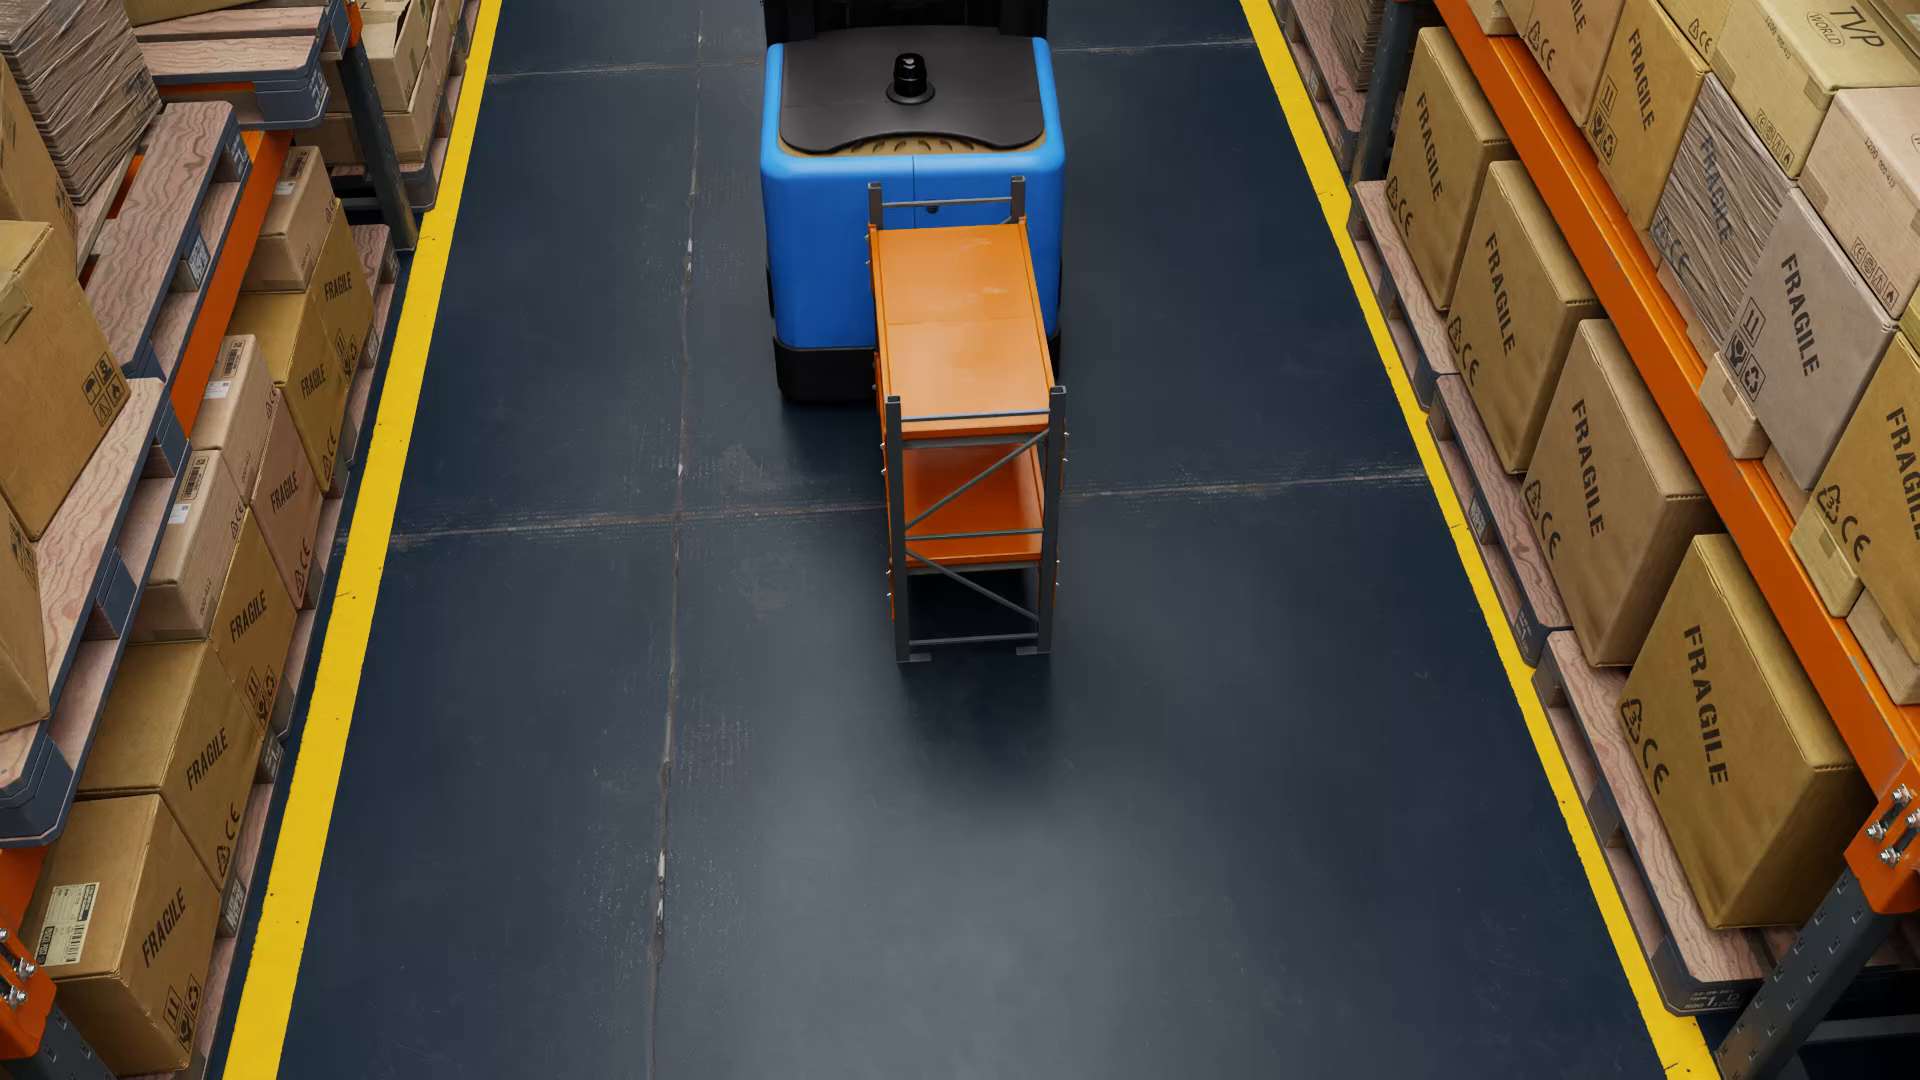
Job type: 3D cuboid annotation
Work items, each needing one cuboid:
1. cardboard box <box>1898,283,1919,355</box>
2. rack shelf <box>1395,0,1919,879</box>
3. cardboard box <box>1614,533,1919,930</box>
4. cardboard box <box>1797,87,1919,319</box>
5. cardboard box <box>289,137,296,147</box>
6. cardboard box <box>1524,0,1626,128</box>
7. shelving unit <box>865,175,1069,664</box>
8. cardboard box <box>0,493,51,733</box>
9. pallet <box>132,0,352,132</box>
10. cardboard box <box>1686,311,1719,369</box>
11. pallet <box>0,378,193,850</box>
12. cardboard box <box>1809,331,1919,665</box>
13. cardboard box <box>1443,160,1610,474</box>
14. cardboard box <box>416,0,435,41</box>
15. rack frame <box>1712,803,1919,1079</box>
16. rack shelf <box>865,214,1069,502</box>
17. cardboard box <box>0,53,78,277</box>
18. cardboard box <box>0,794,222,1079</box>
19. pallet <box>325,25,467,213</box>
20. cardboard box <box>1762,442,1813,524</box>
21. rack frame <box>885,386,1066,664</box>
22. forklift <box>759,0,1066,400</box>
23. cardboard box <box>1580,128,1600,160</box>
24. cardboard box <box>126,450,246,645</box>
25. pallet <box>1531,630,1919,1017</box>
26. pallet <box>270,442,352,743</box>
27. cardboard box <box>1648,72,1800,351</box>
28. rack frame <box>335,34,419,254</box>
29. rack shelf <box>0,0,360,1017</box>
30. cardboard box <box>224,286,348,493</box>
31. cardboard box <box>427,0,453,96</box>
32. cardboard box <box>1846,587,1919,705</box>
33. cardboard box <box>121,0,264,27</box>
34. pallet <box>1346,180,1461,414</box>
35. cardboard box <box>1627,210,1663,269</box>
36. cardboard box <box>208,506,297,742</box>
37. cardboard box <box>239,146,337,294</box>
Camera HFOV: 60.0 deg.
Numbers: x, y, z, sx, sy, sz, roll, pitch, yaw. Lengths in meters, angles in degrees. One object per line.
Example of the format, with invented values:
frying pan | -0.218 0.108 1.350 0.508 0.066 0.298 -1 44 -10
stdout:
cardboard box | 2.220 -0.366 3.226 0.500 0.250 0.500 -2 47 -2
rack shelf | 2.347 -0.842 4.977 1.077 0.370 4.000 -3 47 -3
cardboard box | 2.330 0.490 4.411 0.750 0.750 0.750 -3 47 -3
cardboard box | 2.187 -0.736 3.577 0.500 0.250 0.500 -3 47 -2
cardboard box | -3.044 -1.797 6.990 0.500 0.250 0.500 -2 47 -2
cardboard box | 2.040 -1.574 4.887 0.500 0.500 0.500 -4 47 -3
shelving unit | 0.001 -0.382 5.337 0.538 1.125 1.048 -3 47 -3
cardboard box | -2.238 0.127 3.206 0.700 0.500 0.500 -18 49 -16
pallet | -2.630 -1.680 5.407 1.213 0.211 1.003 -3 47 -3
cardboard box | 2.147 -0.530 4.345 0.380 0.149 0.250 -3 47 -3
pallet | -2.380 0.143 3.681 1.003 0.211 1.213 -3 47 -3
cardboard box | 2.224 -0.104 3.495 0.500 0.500 0.500 -4 47 -4
cardboard box | 2.177 -0.767 5.602 0.750 0.750 0.750 -4 47 -3
cardboard box | -2.560 -2.400 7.176 0.500 0.311 0.500 -5 47 -4
rack frame | 2.514 0.358 3.345 1.000 3.000 0.127 -3 47 -3
rack shelf | 0.001 -0.583 5.124 0.538 0.278 1.000 -3 47 -3
cardboard box | -2.631 -0.791 4.076 0.700 0.500 0.500 -14 48 -13
cardboard box | -2.219 1.005 4.151 0.500 0.500 0.500 -5 47 -5
pallet | -2.787 -1.871 7.377 1.003 0.211 1.213 -3 47 -3
cardboard box | 2.183 -0.161 3.996 0.380 0.149 0.250 -2 47 -2
rack frame | 0.043 -0.014 4.989 0.500 1.125 0.032 -3 47 -3
forklift | -0.219 -2.585 6.180 1.130 2.935 3.031 -2 47 -2
cardboard box | 2.112 -1.275 5.051 0.380 0.149 0.250 -3 47 -3
cardboard box | -2.303 0.024 4.564 0.500 0.250 0.500 -3 47 -3
pallet | 2.375 0.763 4.882 1.003 0.211 1.213 -3 47 -3
pallet | -2.633 0.150 5.463 1.003 0.211 1.213 -3 47 -3
cardboard box | 2.138 -0.837 4.189 0.500 0.500 0.500 -3 47 -3
rack frame | -2.757 -2.232 5.798 1.000 3.000 0.127 -3 47 -3
rack shelf | -2.589 -0.538 4.689 1.077 0.370 4.000 -3 47 -3
cardboard box | -2.401 -0.487 5.564 0.500 0.500 0.500 -5 47 -5
cardboard box | -2.551 -2.192 7.364 0.500 0.250 0.500 -5 47 -4
cardboard box | 2.204 0.210 3.644 0.380 0.149 0.250 -3 47 -3
cardboard box | -2.591 -1.962 5.184 0.700 0.500 0.500 -18 49 -16
pallet | 2.170 -1.002 6.554 1.003 0.211 1.213 -3 47 -3
cardboard box | 2.130 -0.905 4.700 0.380 0.149 0.250 -2 47 -2
cardboard box | -2.309 0.258 4.858 0.500 0.500 0.500 -3 47 -3
cardboard box | -2.435 -1.079 5.608 0.500 0.250 0.500 -2 47 -2
